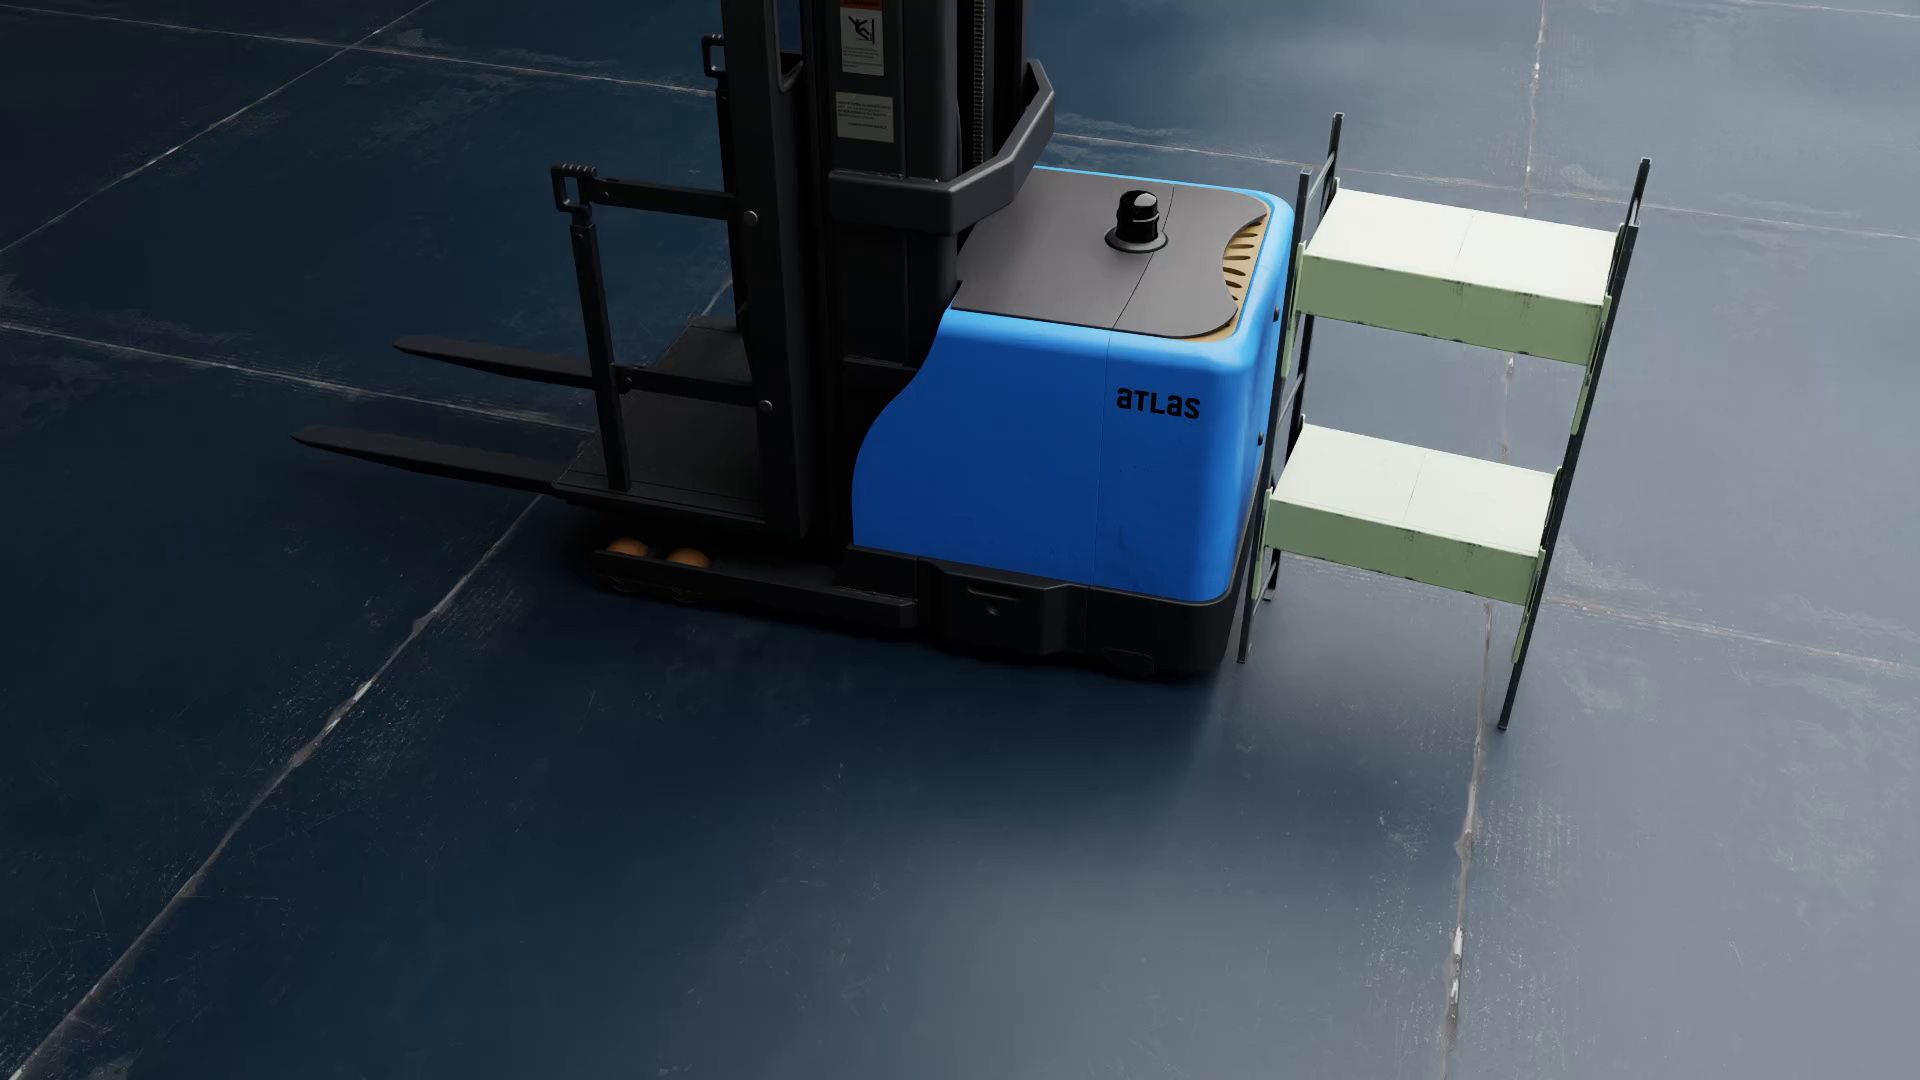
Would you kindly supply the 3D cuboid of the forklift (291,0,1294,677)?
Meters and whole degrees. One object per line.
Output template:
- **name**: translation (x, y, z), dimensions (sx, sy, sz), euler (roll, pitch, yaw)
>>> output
- **forklift**: translation (-0.599, -1.281, 4.517), dimensions (3.031, 2.935, 1.130), euler (9, 37, 13)

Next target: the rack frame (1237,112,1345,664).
- **rack frame**: translation (0.880, -0.360, 4.474), dimensions (0.023, 1.500, 0.400), euler (14, 38, 18)

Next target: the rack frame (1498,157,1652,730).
- **rack frame**: translation (1.558, -0.196, 4.251), dimensions (0.023, 1.500, 0.400), euler (14, 38, 18)

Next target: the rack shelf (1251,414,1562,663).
- **rack shelf**: translation (1.219, -0.015, 4.555), dimensions (0.720, 0.370, 0.431), euler (14, 38, 18)

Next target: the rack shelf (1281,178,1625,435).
- **rack shelf**: translation (1.219, -0.592, 4.131), dimensions (0.720, 0.370, 0.431), euler (14, 38, 18)

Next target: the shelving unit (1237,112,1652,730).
- **shelving unit**: translation (1.219, -0.278, 4.362), dimensions (0.755, 1.500, 0.431), euler (14, 38, 18)
